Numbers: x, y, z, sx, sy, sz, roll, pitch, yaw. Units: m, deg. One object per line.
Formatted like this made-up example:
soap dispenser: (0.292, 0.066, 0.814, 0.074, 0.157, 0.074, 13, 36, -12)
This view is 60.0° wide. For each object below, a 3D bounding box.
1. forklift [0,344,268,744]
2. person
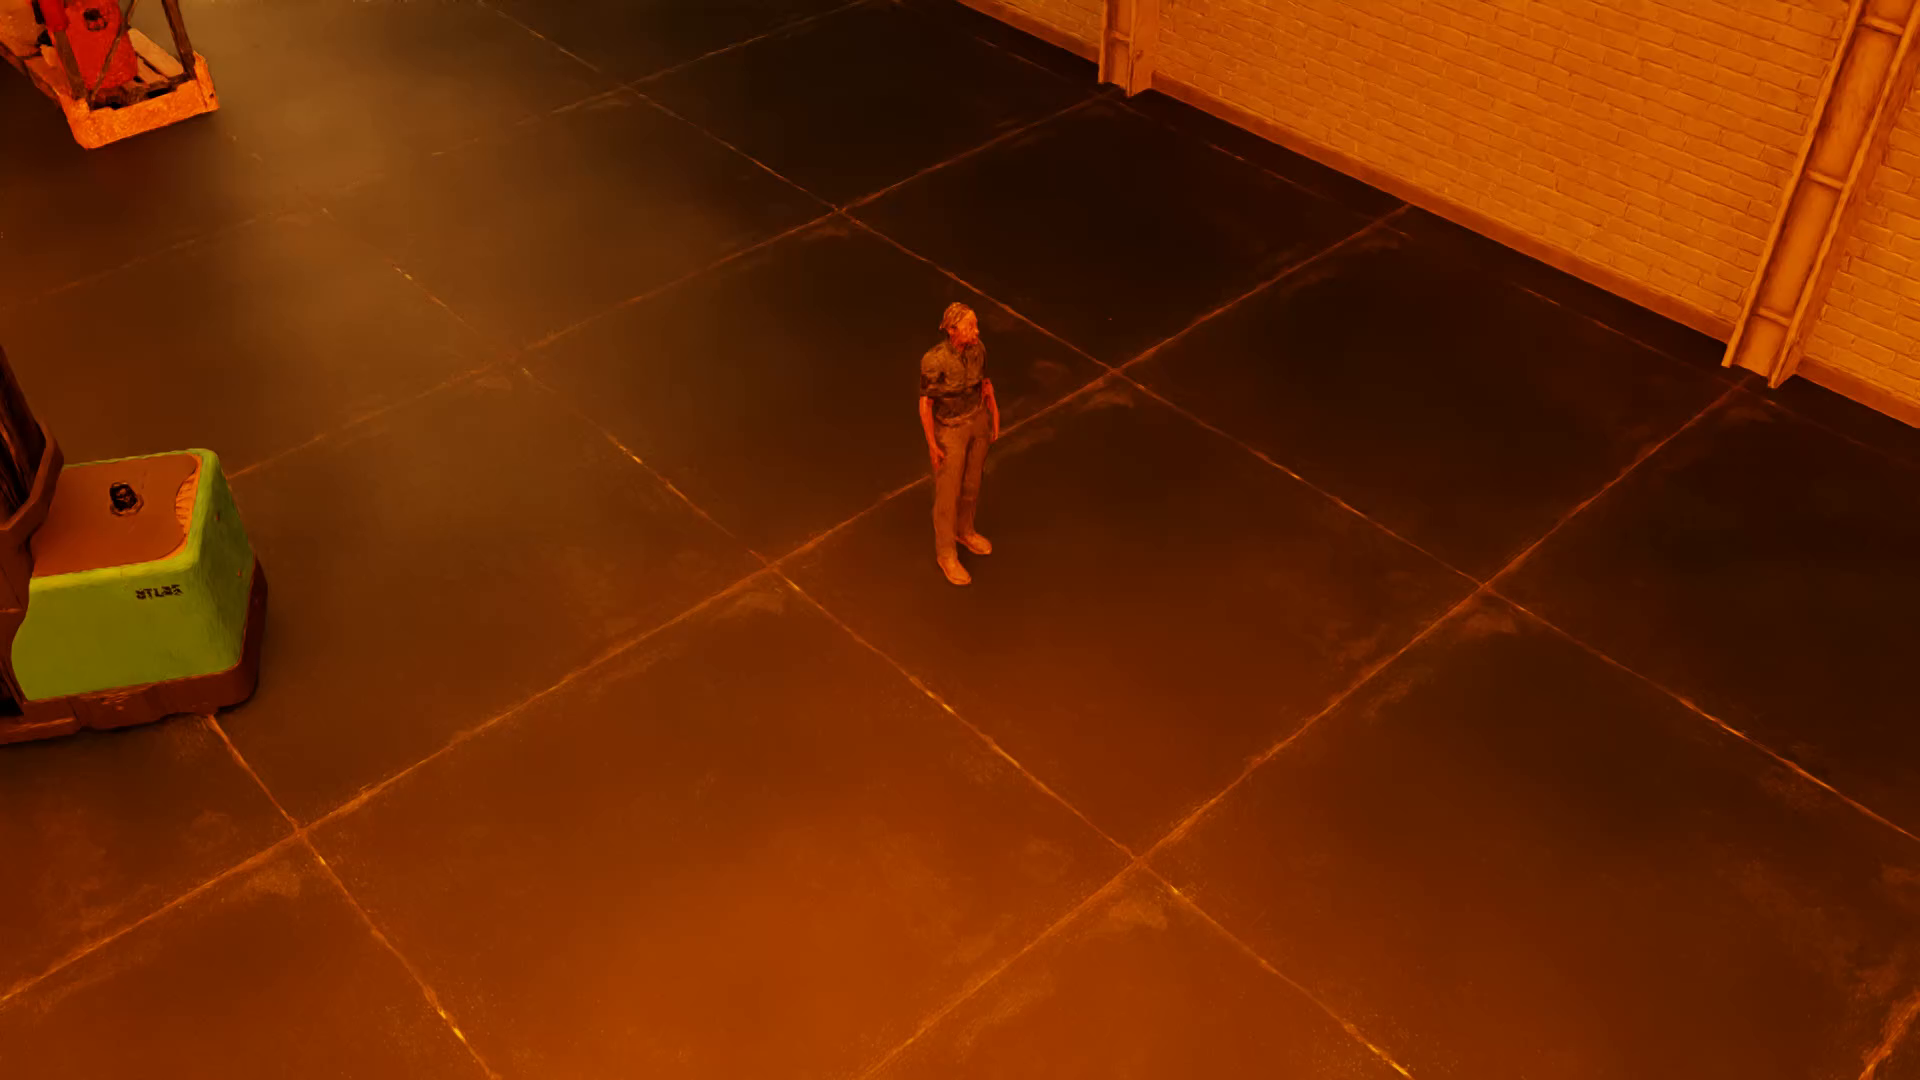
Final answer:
forklift: (-5.433, -0.294, 8.250, 3.031, 2.935, 1.130, -8, 42, -10)
person: (0.045, -0.581, 9.548, 0.570, 1.654, 0.503, -31, 50, -31)
